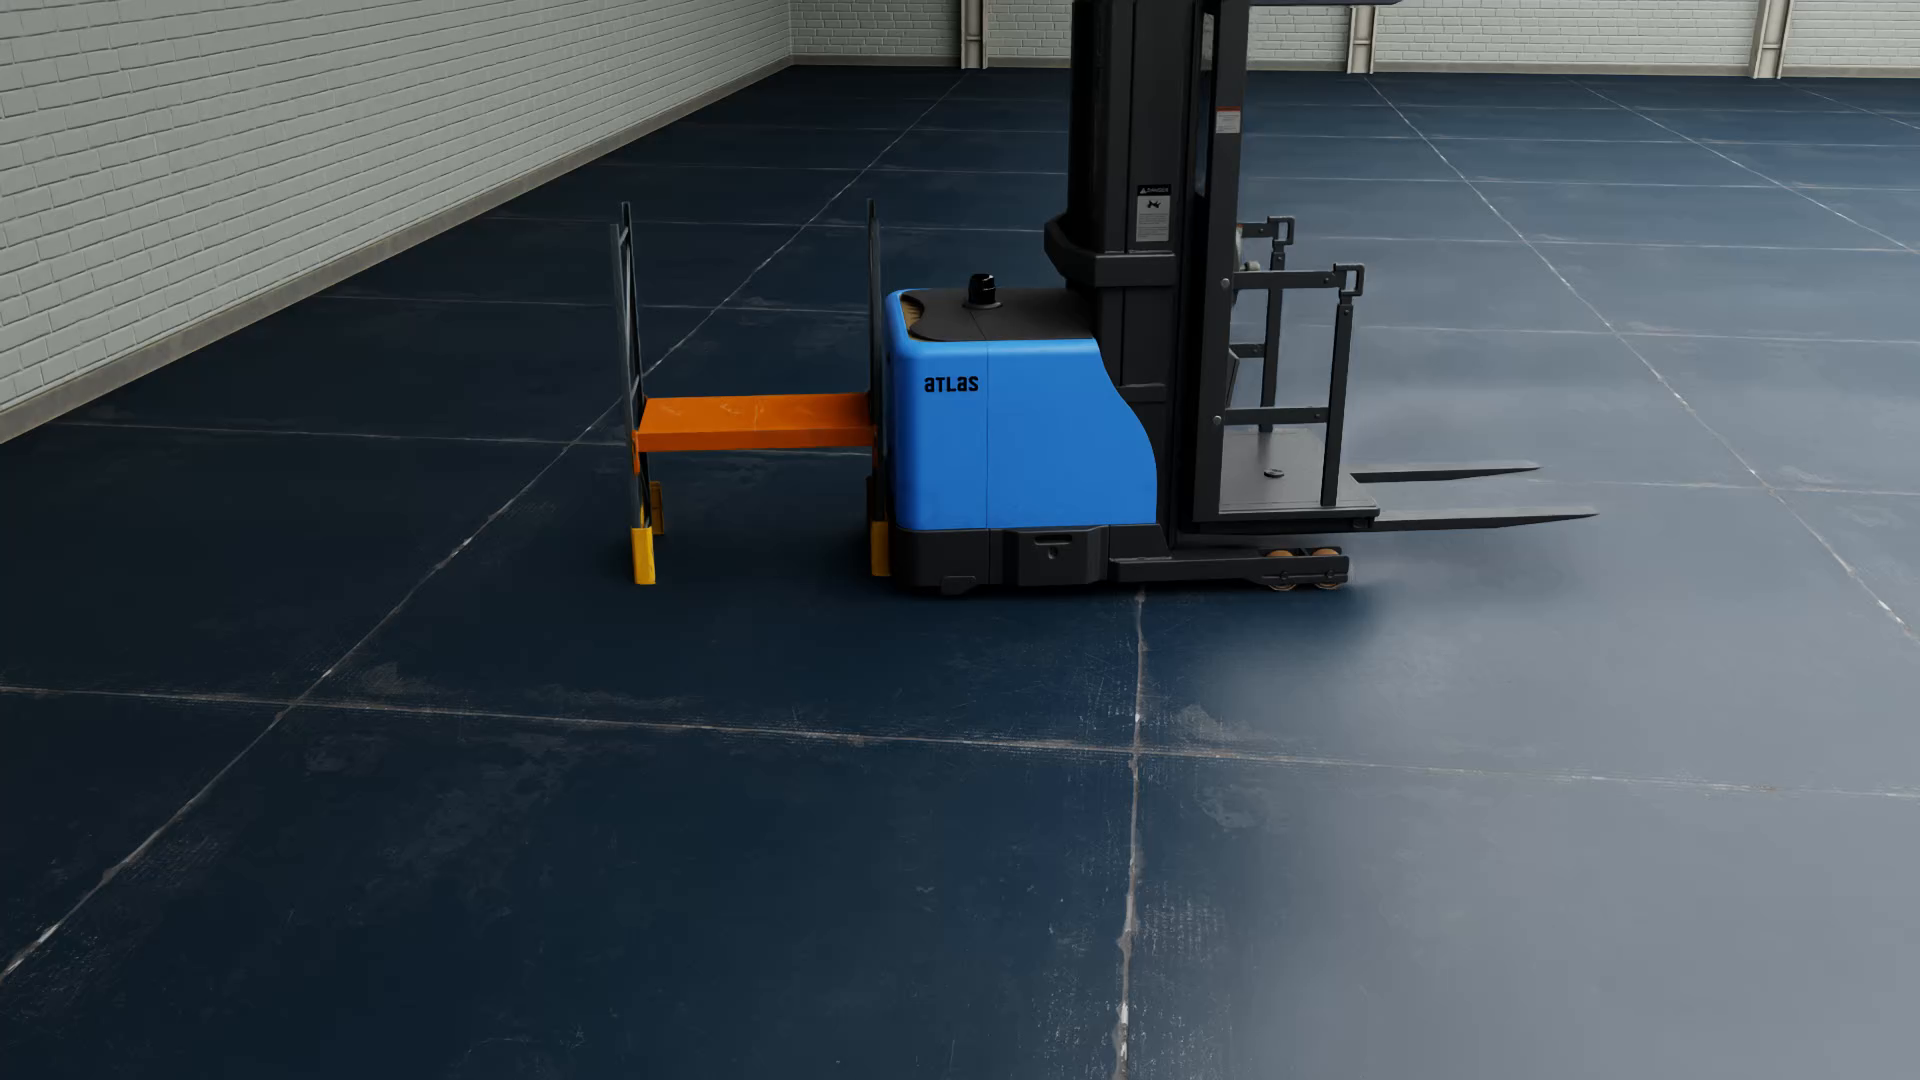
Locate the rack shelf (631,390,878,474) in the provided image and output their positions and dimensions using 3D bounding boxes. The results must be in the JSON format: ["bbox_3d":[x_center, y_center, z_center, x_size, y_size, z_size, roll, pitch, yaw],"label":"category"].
[{"bbox_3d":[-0.861,-0.466,7.067,1.000,0.185,0.538,-2,22,-5],"label":"rack shelf"}]

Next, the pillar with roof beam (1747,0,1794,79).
[{"bbox_3d":[11.638,-9.607,19.499,0.400,9.000,9.100,2,22,6],"label":"pillar with roof beam"}]

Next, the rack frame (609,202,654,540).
[{"bbox_3d":[-1.368,-0.617,6.960,0.032,1.500,0.500,-2,22,-5],"label":"rack frame"}]

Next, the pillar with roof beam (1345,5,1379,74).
[{"bbox_3d":[5.680,-9.866,20.156,0.400,9.000,9.100,2,22,6],"label":"pillar with roof beam"}]

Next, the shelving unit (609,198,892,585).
[{"bbox_3d":[-0.852,-0.633,7.002,1.083,1.500,0.587,-2,22,-5],"label":"shelving unit"}]

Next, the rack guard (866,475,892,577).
[{"bbox_3d":[-0.356,-0.068,7.272,0.087,0.250,0.587,-2,22,-5],"label":"rack guard"}]

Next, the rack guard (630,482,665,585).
[{"bbox_3d":[-1.348,-0.036,7.191,0.087,0.250,0.587,-2,22,-5],"label":"rack guard"}]

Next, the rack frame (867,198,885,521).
[{"bbox_3d":[-0.355,-0.649,7.042,0.032,1.500,0.500,-2,22,-5],"label":"rack frame"}]

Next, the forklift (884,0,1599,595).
[{"bbox_3d":[1.202,-1.343,6.850,3.031,2.935,1.130,-2,22,-5],"label":"forklift"}]

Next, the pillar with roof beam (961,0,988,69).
[{"bbox_3d":[-0.278,-10.126,20.813,0.400,9.000,9.100,2,22,6],"label":"pillar with roof beam"}]
